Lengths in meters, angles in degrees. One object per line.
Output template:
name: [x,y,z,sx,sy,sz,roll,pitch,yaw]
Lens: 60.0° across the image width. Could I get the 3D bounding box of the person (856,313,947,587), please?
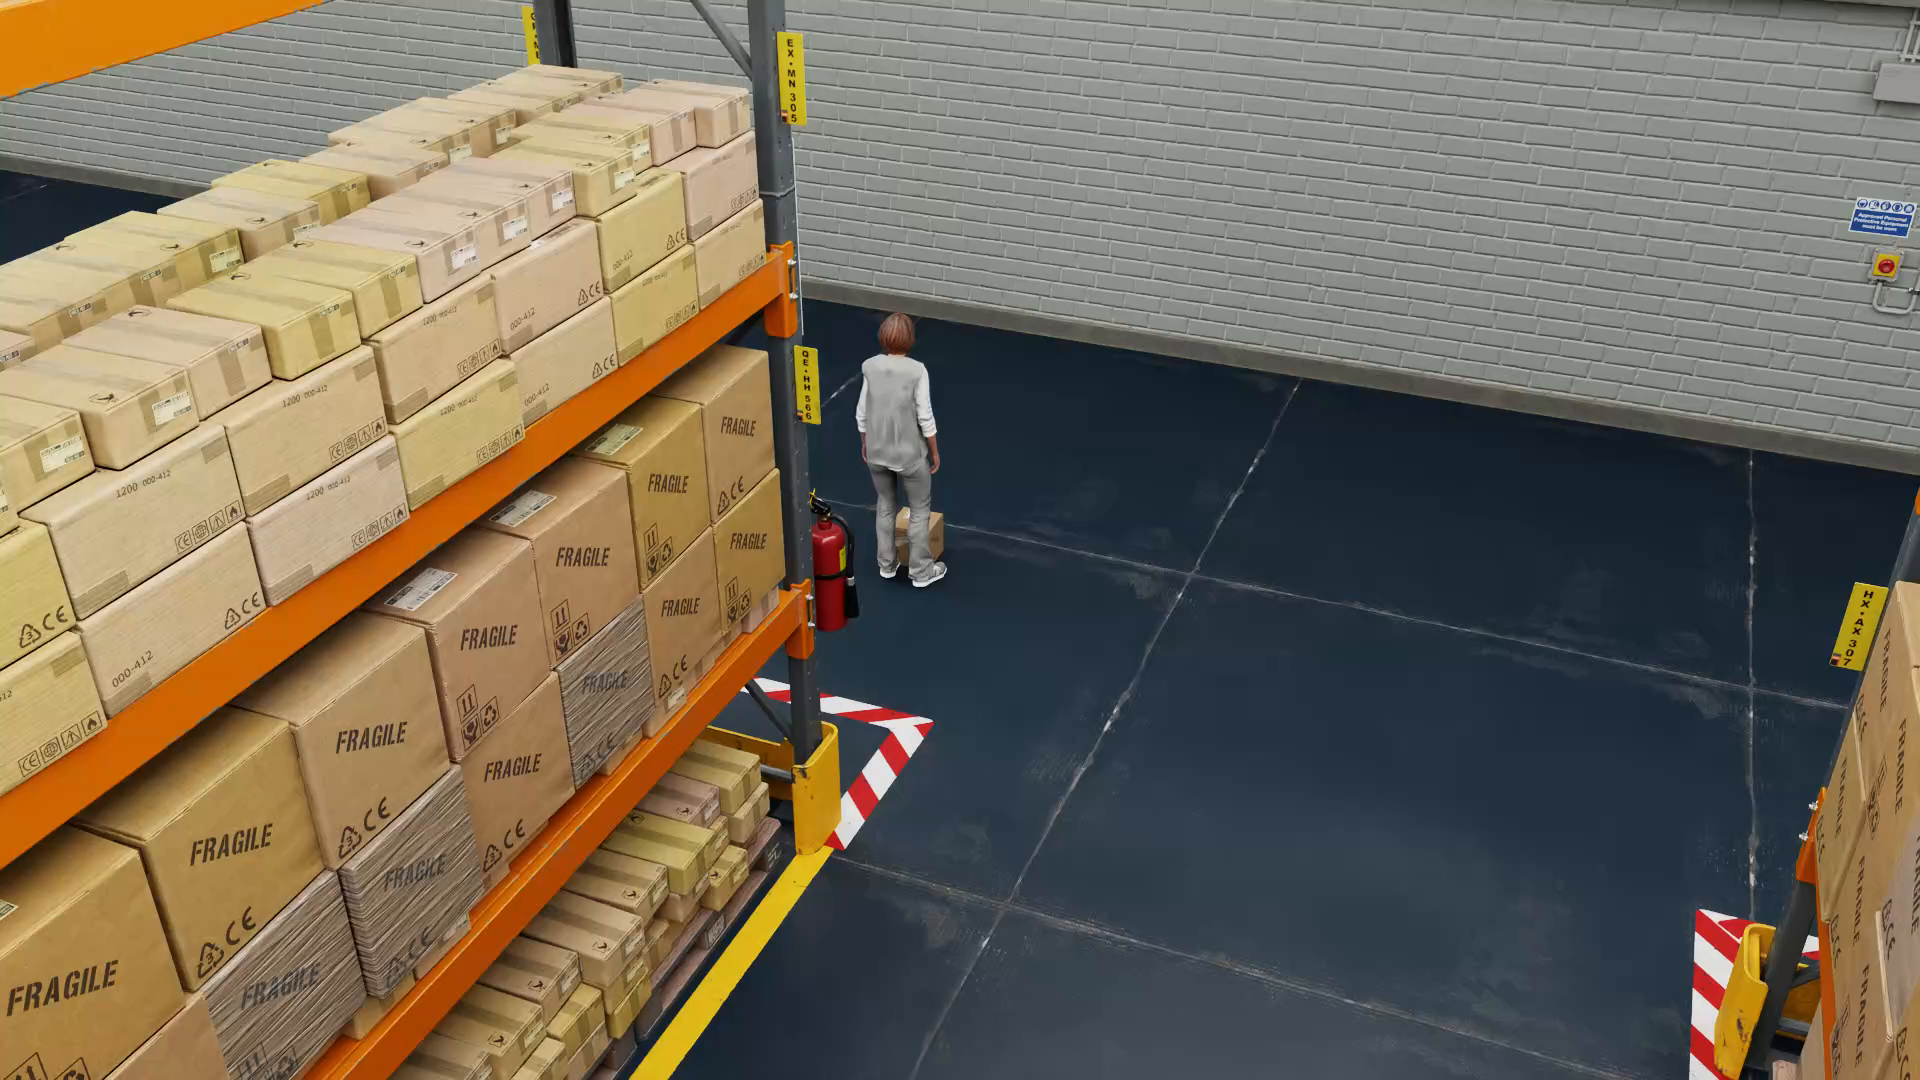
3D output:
person: [-0.336,-0.485,9.236,0.472,1.592,0.366,11,32,18]
